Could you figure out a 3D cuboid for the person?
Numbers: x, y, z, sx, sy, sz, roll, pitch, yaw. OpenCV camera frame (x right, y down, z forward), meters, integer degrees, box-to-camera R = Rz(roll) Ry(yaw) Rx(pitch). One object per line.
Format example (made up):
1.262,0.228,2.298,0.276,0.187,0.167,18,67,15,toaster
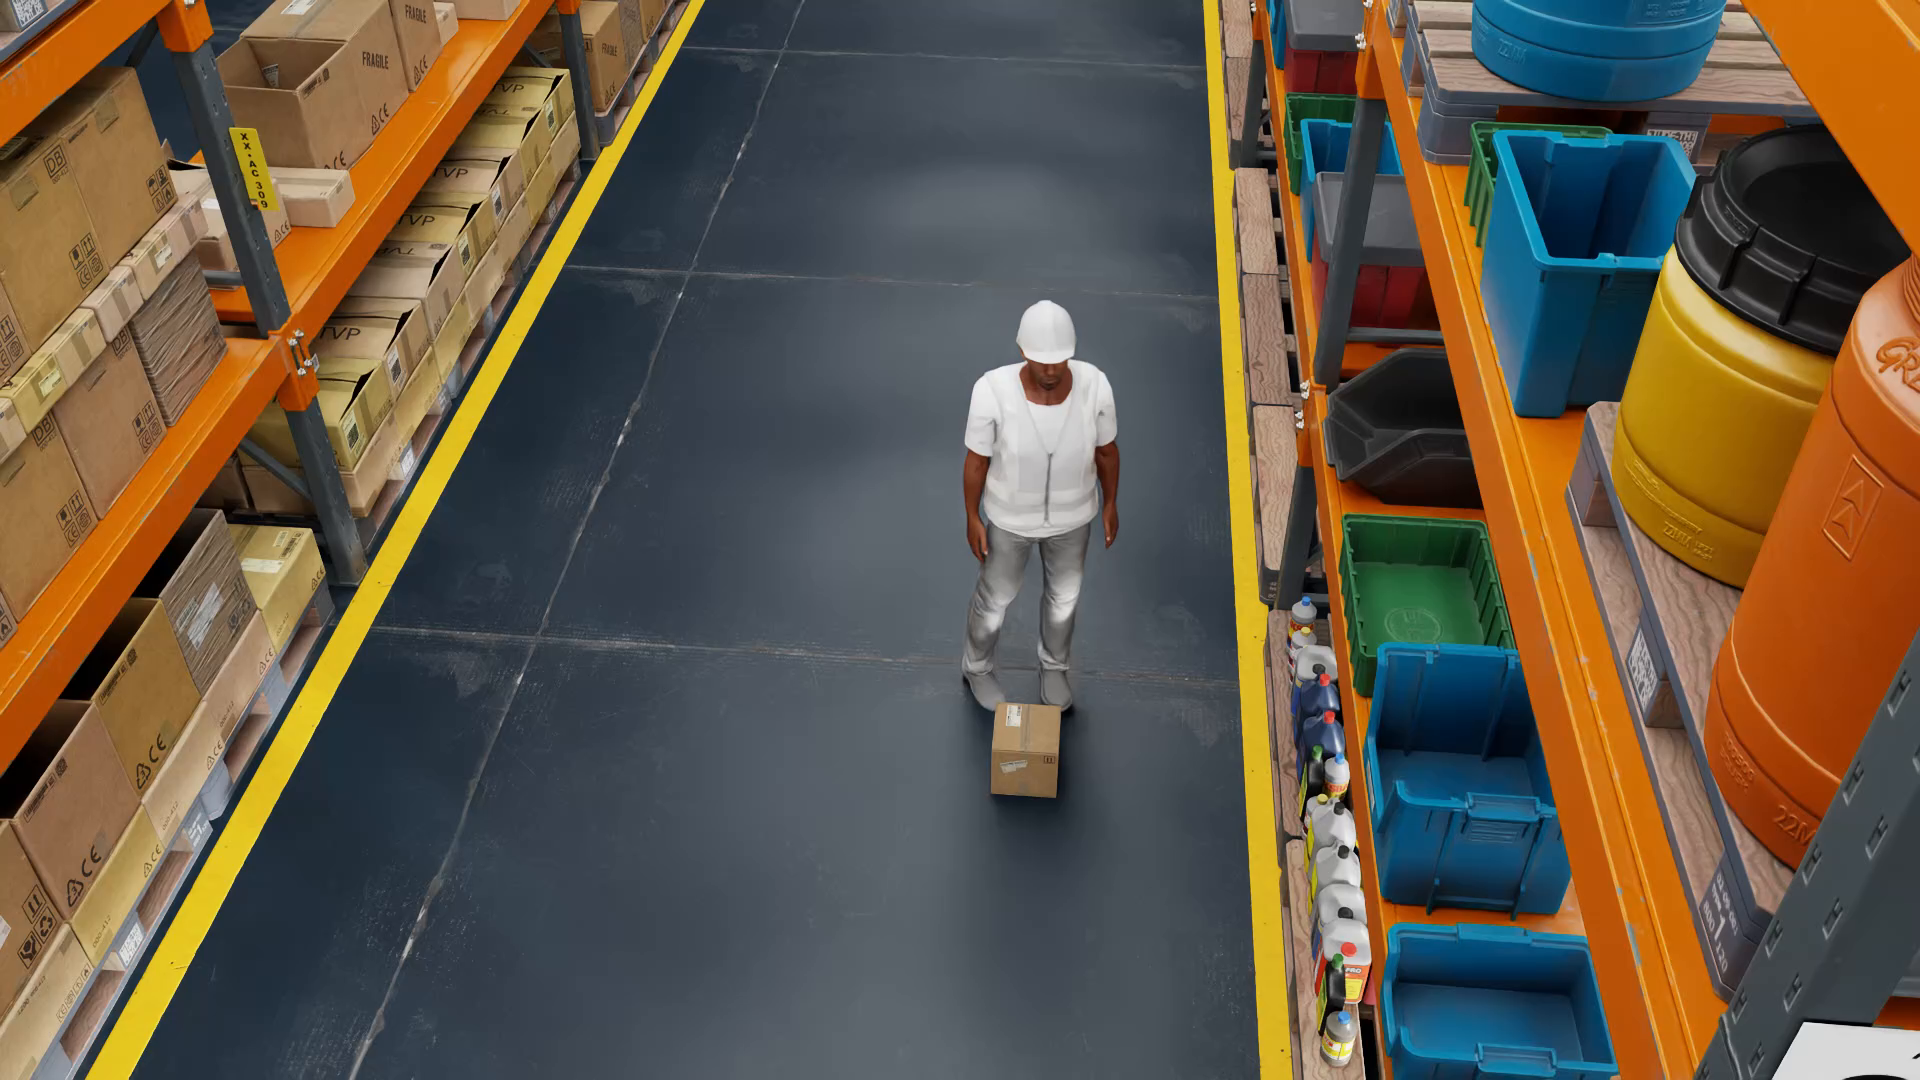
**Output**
0.312,-0.078,6.241,0.599,1.804,0.408,-4,40,-5,person
